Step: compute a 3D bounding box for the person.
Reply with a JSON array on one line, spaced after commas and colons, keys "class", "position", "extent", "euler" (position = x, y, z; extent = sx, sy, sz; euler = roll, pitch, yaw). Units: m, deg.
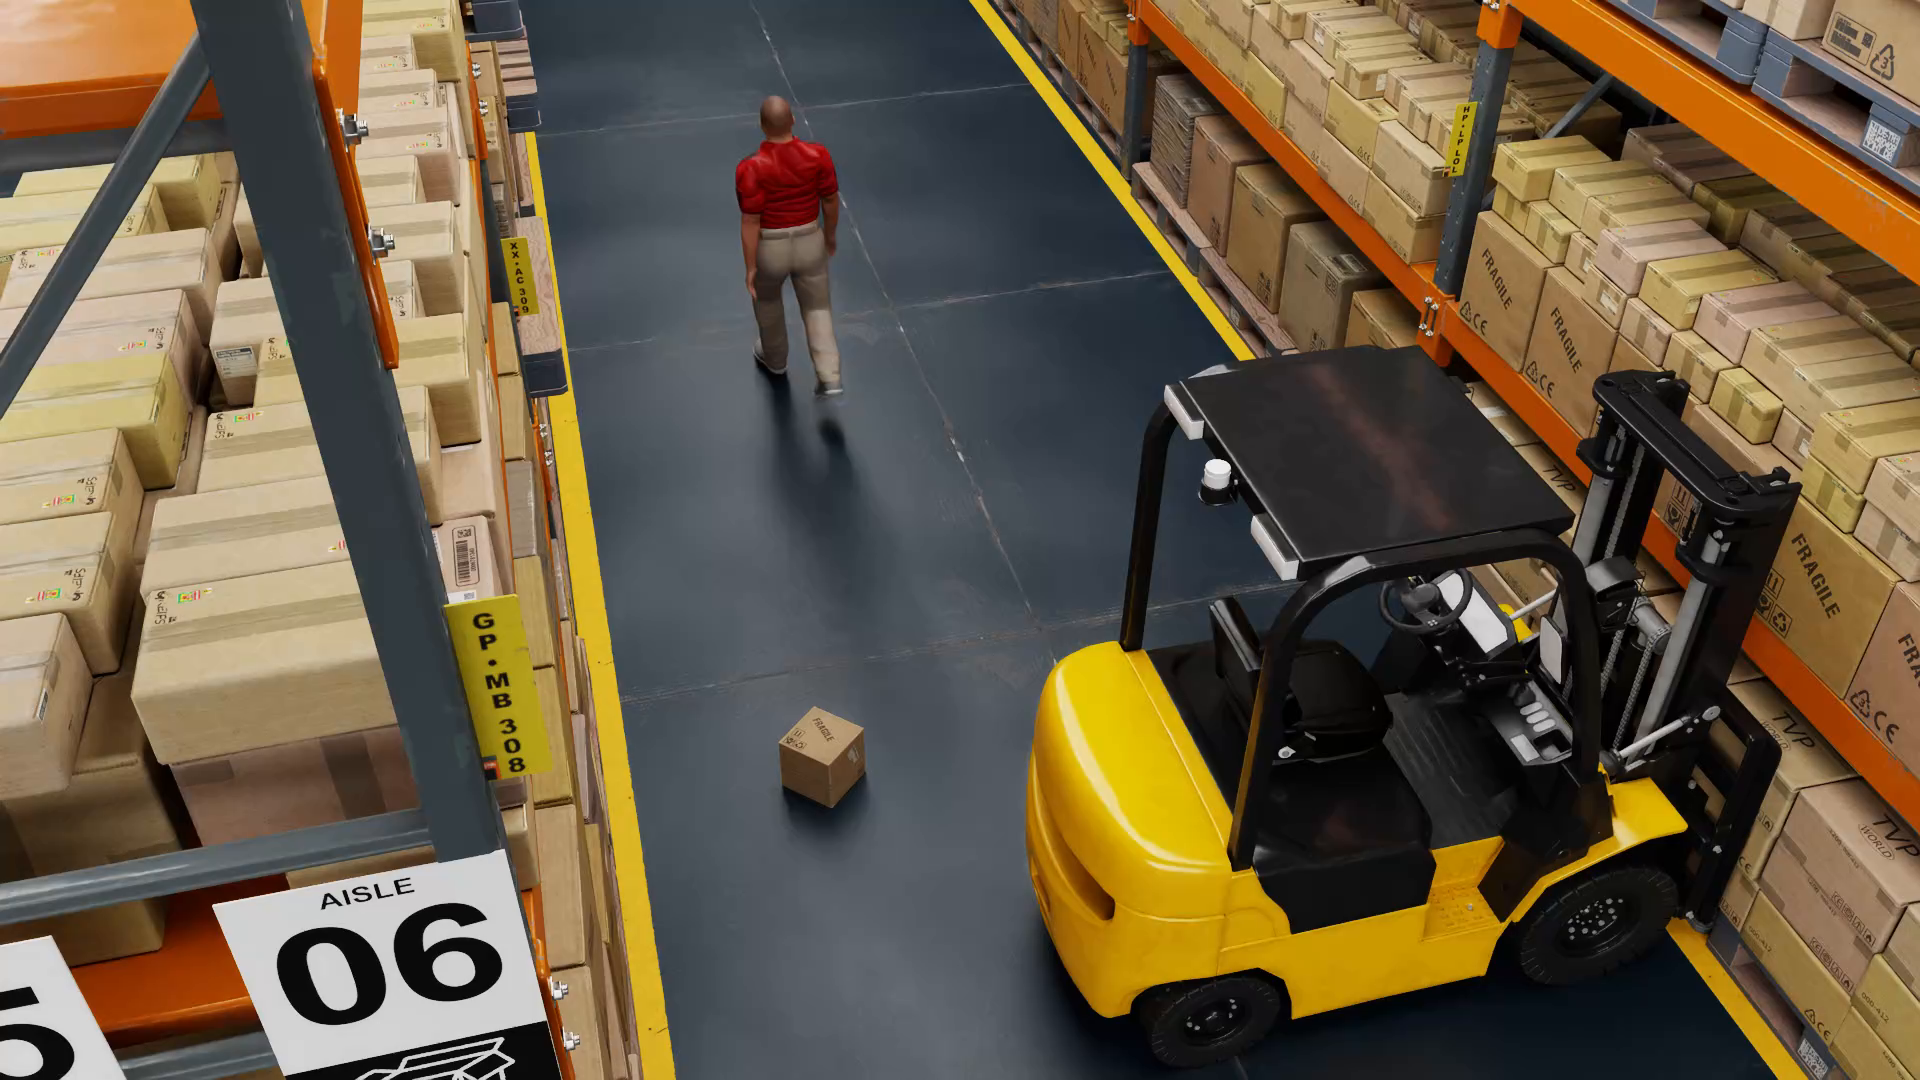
[{"class": "person", "position": [-0.880, -1.520, 8.667], "extent": [0.547, 1.683, 0.937], "euler": [-13, 40, -16]}]
